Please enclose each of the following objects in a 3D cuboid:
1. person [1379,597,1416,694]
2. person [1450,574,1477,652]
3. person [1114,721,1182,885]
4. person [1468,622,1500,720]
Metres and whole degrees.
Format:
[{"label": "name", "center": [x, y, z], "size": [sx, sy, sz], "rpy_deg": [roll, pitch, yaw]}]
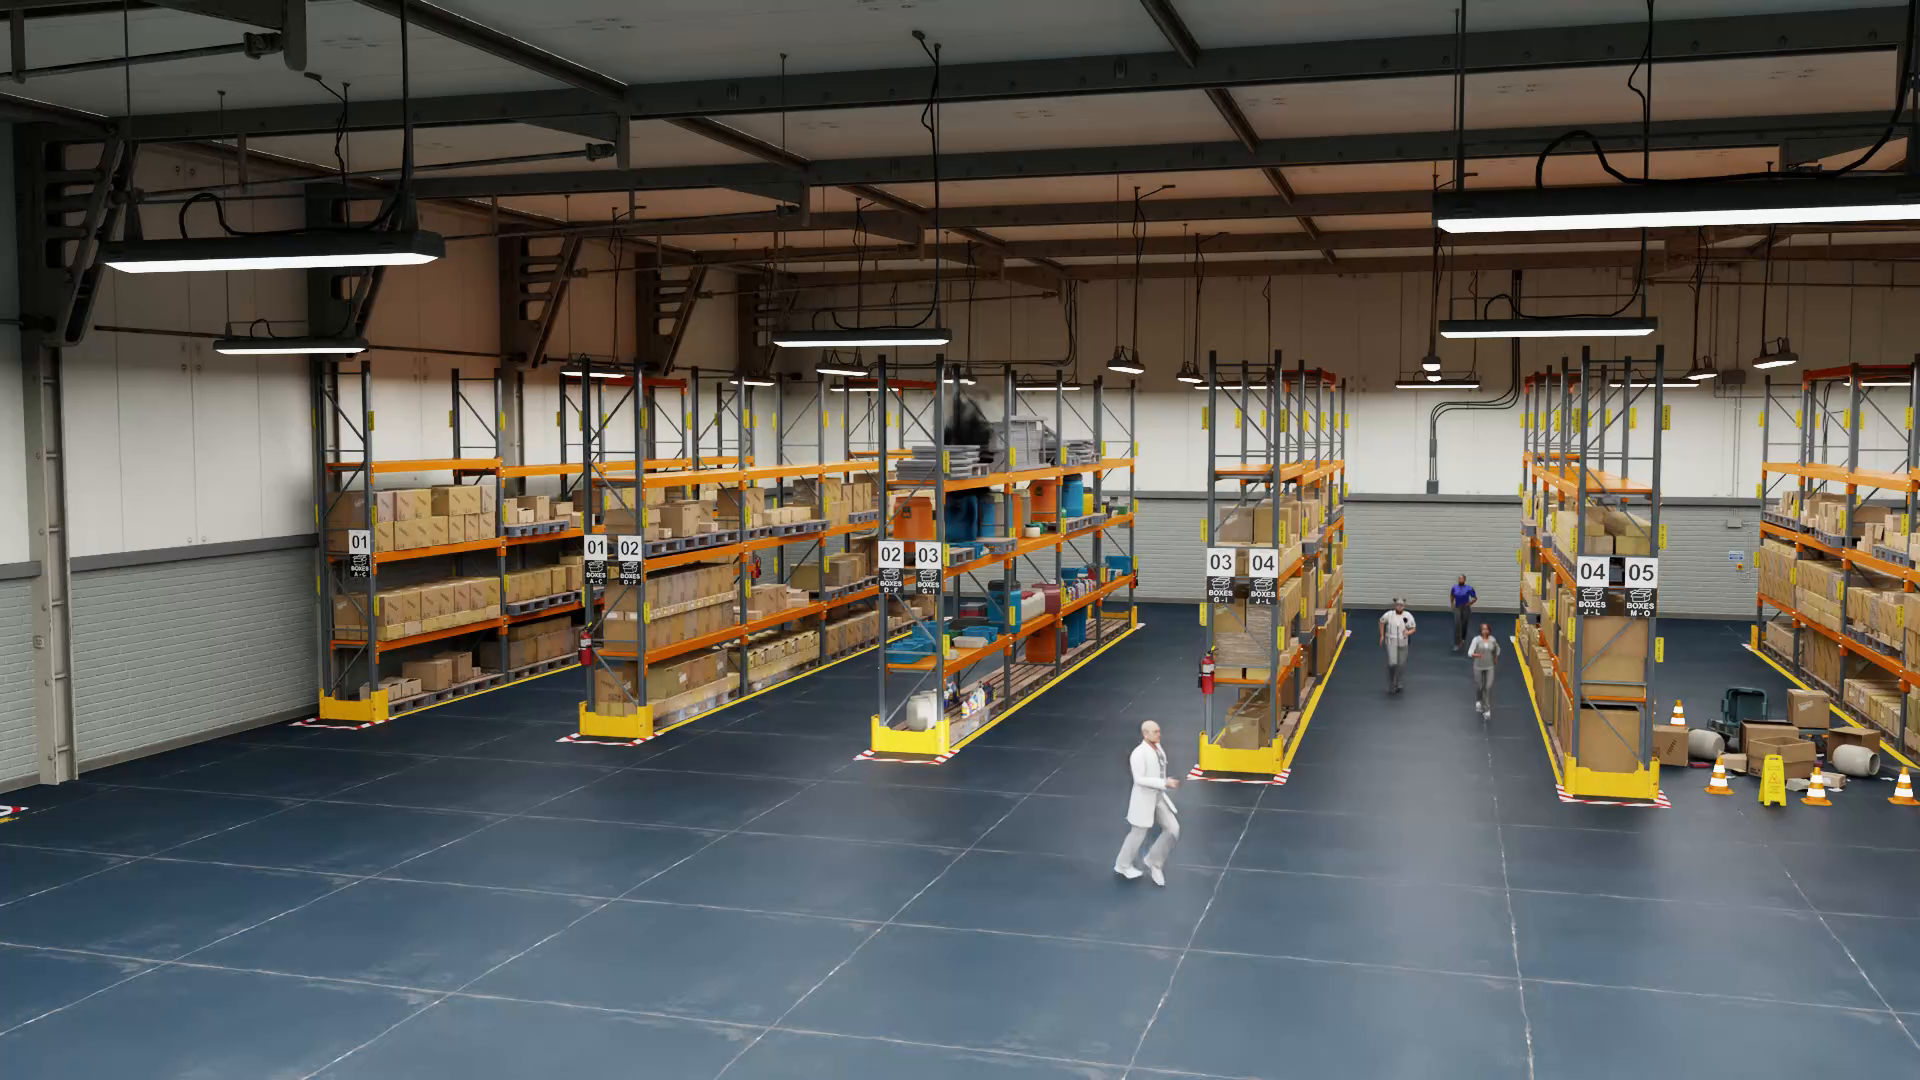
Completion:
[{"label": "person", "center": [8.061, 1.944, 30.620], "size": [0.627, 1.815, 0.821], "rpy_deg": [0, 4, 7]}, {"label": "person", "center": [11.018, 1.592, 36.411], "size": [0.592, 1.687, 0.784], "rpy_deg": [2, 4, 25]}, {"label": "person", "center": [2.049, 2.888, 17.948], "size": [0.877, 1.715, 0.668], "rpy_deg": [4, 6, 43]}, {"label": "person", "center": [8.817, 2.176, 27.955], "size": [0.545, 1.580, 0.851], "rpy_deg": [1, 4, 10]}]
